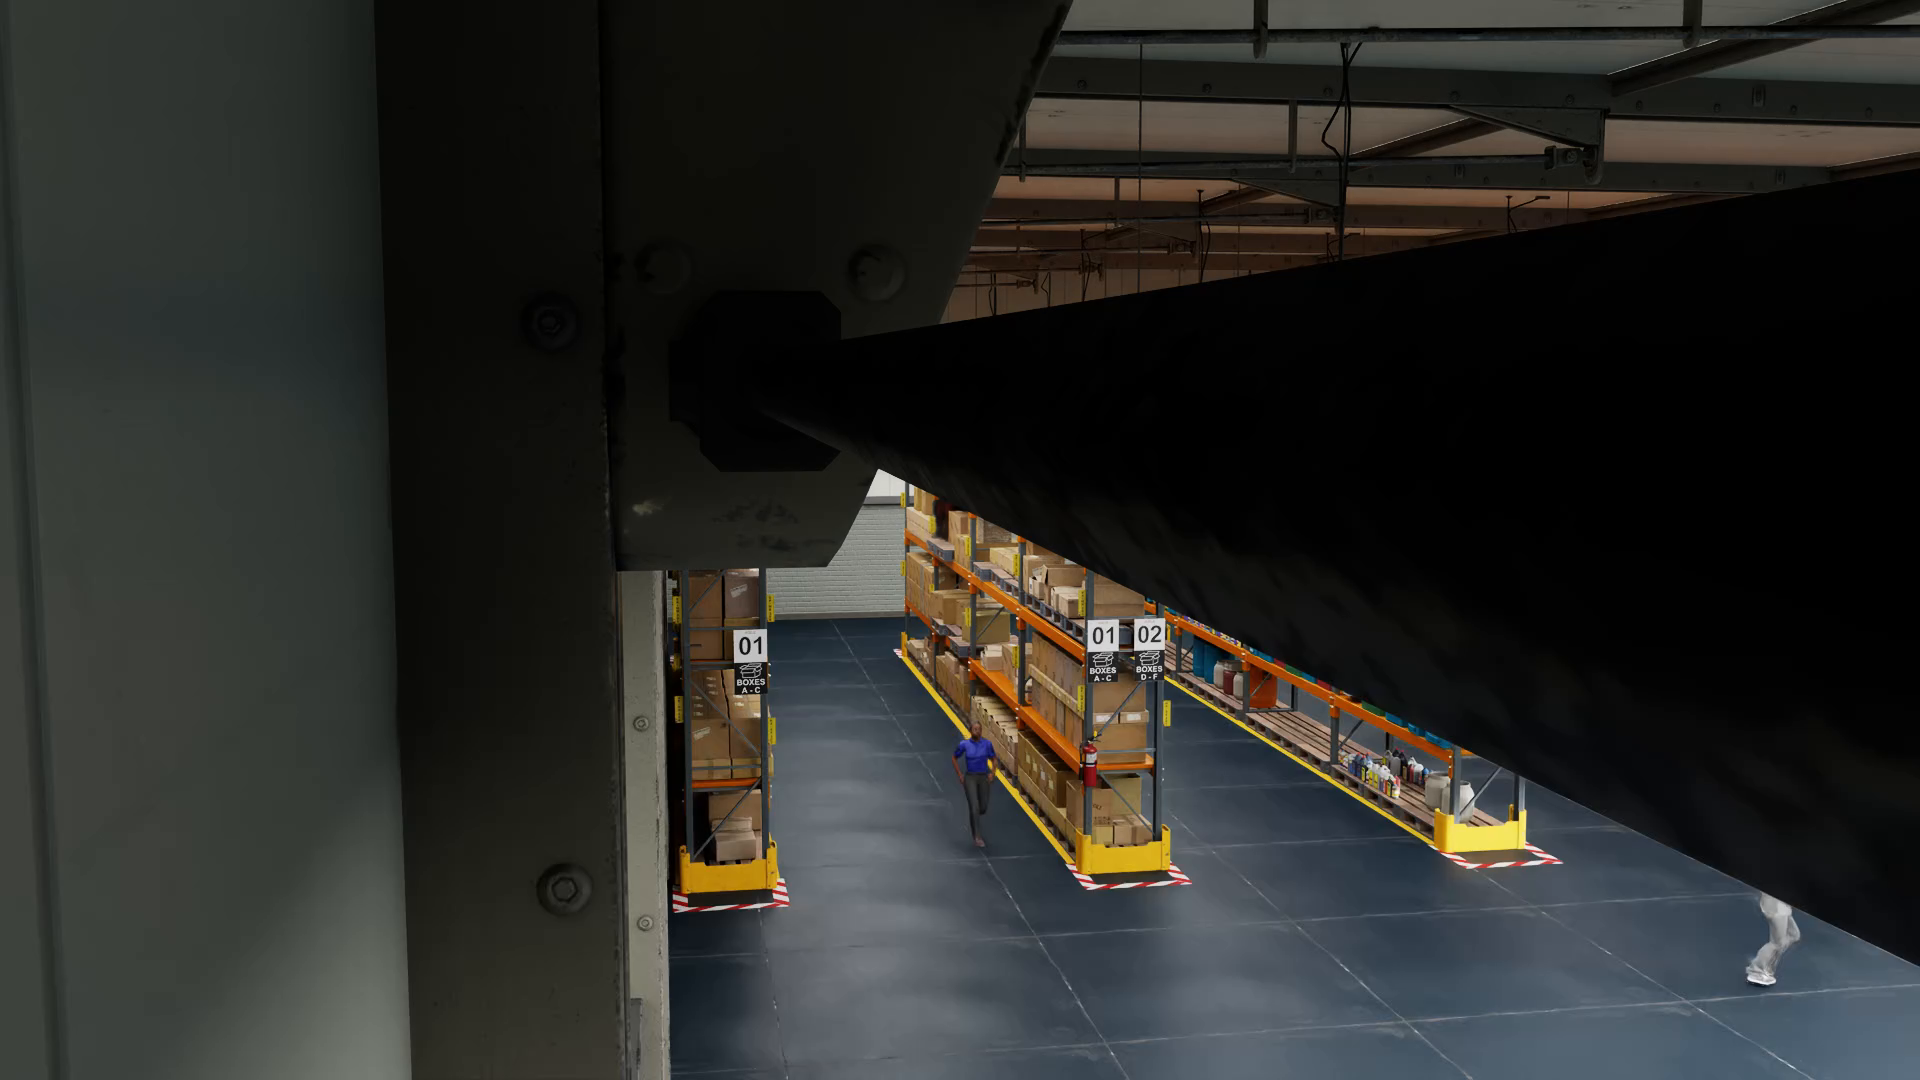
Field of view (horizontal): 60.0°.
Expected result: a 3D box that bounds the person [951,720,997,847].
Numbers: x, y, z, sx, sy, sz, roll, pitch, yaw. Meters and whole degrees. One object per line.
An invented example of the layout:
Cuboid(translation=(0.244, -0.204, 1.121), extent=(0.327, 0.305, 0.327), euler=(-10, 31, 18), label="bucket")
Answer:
Cuboid(translation=(0.179, 3.215, 22.262), extent=(0.578, 1.631, 0.797), euler=(-1, 6, -13), label="person")

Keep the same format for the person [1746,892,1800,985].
Cuboid(translation=(8.375, 3.781, 16.974), extent=(0.596, 1.575, 0.517), euler=(2, 6, 15), label="person")
